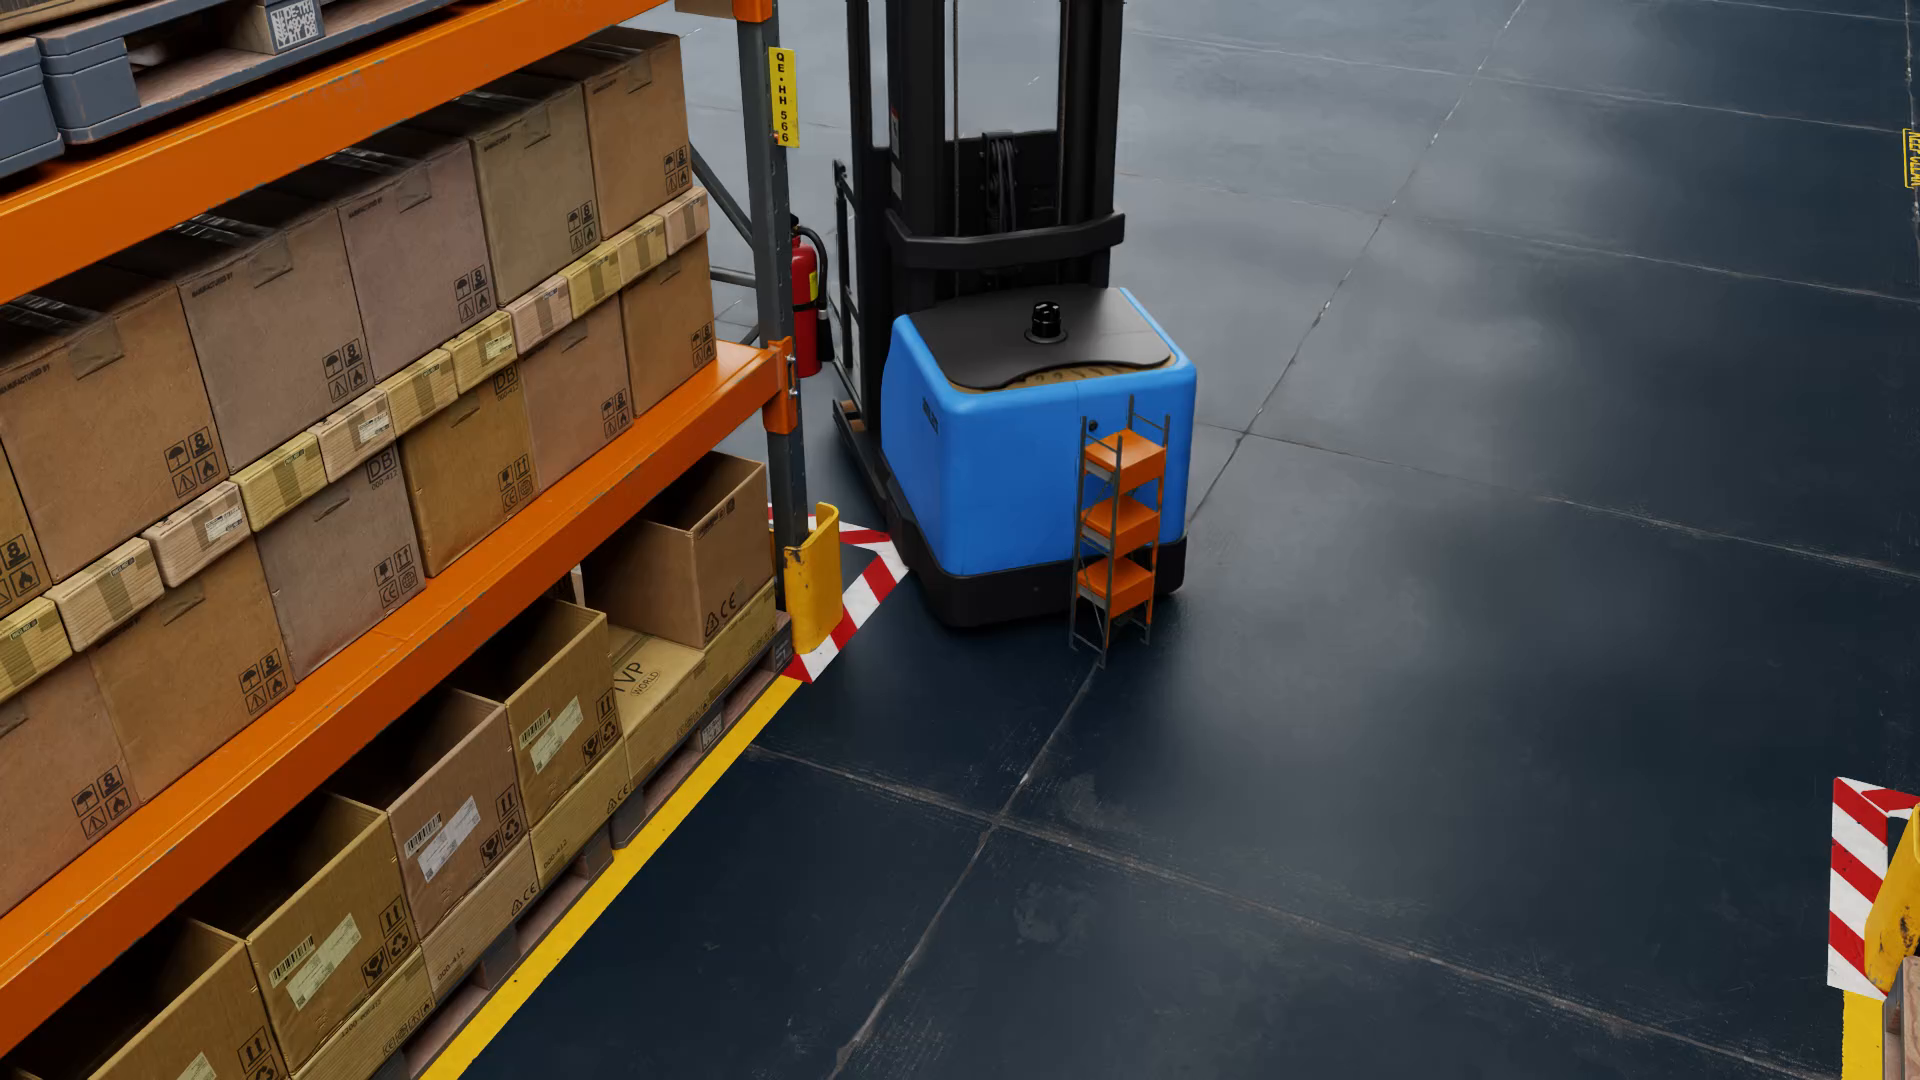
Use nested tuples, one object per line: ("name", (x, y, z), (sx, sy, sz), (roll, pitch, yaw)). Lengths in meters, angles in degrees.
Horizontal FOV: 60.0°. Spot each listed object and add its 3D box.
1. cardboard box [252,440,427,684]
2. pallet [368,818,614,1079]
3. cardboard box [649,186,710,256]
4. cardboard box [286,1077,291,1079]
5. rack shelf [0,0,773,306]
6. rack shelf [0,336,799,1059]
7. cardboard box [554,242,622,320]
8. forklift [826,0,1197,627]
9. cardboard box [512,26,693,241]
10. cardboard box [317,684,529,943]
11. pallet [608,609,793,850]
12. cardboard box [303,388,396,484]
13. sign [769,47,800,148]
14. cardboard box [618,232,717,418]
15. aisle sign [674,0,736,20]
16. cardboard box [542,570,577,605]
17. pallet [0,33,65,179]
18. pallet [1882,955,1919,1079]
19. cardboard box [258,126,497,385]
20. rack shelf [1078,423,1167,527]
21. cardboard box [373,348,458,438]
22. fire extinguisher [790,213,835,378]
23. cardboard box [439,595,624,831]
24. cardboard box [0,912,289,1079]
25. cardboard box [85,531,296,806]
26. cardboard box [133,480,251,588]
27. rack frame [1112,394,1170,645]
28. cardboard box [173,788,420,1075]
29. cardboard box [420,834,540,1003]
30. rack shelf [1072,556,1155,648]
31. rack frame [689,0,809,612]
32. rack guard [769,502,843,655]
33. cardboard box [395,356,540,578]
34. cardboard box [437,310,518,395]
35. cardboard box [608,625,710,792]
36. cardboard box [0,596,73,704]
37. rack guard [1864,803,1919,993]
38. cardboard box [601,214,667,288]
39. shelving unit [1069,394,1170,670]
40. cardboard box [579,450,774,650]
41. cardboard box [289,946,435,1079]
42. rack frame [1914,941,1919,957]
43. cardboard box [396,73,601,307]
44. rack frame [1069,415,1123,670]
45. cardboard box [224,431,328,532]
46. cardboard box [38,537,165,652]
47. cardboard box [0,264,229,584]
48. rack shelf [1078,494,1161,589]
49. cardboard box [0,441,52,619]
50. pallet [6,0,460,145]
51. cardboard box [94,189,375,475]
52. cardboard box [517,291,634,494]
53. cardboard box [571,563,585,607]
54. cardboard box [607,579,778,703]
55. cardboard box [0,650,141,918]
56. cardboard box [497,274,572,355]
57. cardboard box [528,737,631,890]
("cardboard box", (-1.919, -0.039, 4.482), (0.700, 0.500, 0.500), (15, 36, 22))
("pallet", (-1.860, 1.164, 5.282), (1.003, 0.211, 1.213), (14, 36, 20))
("cardboard box", (-1.053, -1.077, 5.474), (0.380, 0.149, 0.250), (14, 36, 20))
("cardboard box", (-2.057, 1.559, 4.261), (0.500, 0.250, 0.500), (14, 36, 20))
("rack shelf", (-1.903, -0.955, 3.892), (1.077, 0.370, 4.000), (14, 36, 20))
("rack shelf", (-1.903, 0.299, 4.715), (1.077, 0.370, 4.000), (14, 36, 20))
("cardboard box", (-1.268, -0.819, 5.081), (0.380, 0.149, 0.250), (14, 36, 20))
("forklift", (0.022, -1.682, 7.143), (1.130, 2.935, 3.031), (-9, 34, -14))
("cardboard box", (-1.296, -1.326, 5.263), (0.700, 0.500, 0.500), (14, 36, 21))
("cardboard box", (-1.636, 0.748, 4.814), (0.500, 0.500, 0.500), (14, 36, 20))
("pallet", (-1.348, 0.559, 6.205), (1.003, 0.211, 1.213), (14, 36, 20))
("cardboard box", (-1.700, -0.304, 4.295), (0.380, 0.149, 0.250), (14, 36, 20))
("sign", (-0.579, -1.450, 5.454), (0.100, 0.325, 0.005), (14, 36, 20))
("cardboard box", (-1.273, -0.810, 5.659), (0.700, 0.500, 0.500), (14, 36, 20))
("aisle sign", (-0.772, -2.050, 5.271), (0.394, 0.787, 0.004), (14, 36, 20))
("cardboard box", (-1.700, 0.128, 5.760), (0.500, 0.500, 0.500), (14, 36, 20))
("pallet", (-2.407, -0.654, 2.857), (1.003, 0.211, 1.213), (14, 36, 20))
("pallet", (3.031, 1.737, 4.408), (1.003, 0.211, 1.213), (14, 36, 20))
("cardboard box", (-1.721, -0.812, 4.478), (0.700, 0.500, 0.500), (14, 36, 21))
("rack shelf", (0.600, -0.243, 6.162), (0.240, 0.259, 0.215), (-25, 42, -33))
("cardboard box", (-1.594, -0.432, 4.490), (0.380, 0.149, 0.250), (15, 36, 22))
("fire extinguisher", (-0.595, -0.918, 5.985), (0.296, 0.674, 0.183), (14, 36, 20))
("cardboard box", (-1.426, 0.499, 5.193), (0.500, 0.500, 0.500), (14, 36, 20))
("cardboard box", (-2.060, 1.245, 4.057), (0.500, 0.500, 0.500), (14, 36, 20))
("cardboard box", (-2.132, 0.217, 4.093), (0.700, 0.500, 0.500), (15, 36, 21))
("cardboard box", (-1.916, -0.051, 3.909), (0.380, 0.149, 0.250), (13, 35, 19))
("rack frame", (0.690, -0.060, 6.381), (0.008, 1.050, 0.200), (-25, 42, -33))
("cardboard box", (-1.843, 0.998, 4.434), (0.500, 0.500, 0.500), (14, 36, 20))
("cardboard box", (-1.639, 1.061, 5.021), (0.500, 0.250, 0.500), (14, 36, 20))
("rack shelf", (0.594, 0.222, 6.476), (0.240, 0.259, 0.215), (-25, 42, -33))
("rack frame", (-1.066, -0.998, 6.036), (1.000, 3.000, 0.127), (14, 36, 20))
("rack guard", (-1.056, 0.035, 6.740), (1.175, 0.500, 0.348), (14, 36, 20))
("cardboard box", (-1.702, -0.302, 4.883), (0.700, 0.500, 0.500), (14, 36, 21))
("cardboard box", (-1.485, -0.563, 4.691), (0.380, 0.149, 0.250), (15, 36, 22))
("cardboard box", (-1.221, 0.563, 5.781), (0.500, 0.250, 0.500), (14, 36, 20))
("cardboard box", (-2.132, 0.207, 3.516), (0.380, 0.149, 0.250), (14, 36, 20))
("rack guard", (3.403, 1.220, 4.934), (1.175, 0.500, 0.348), (14, 36, 20))
("cardboard box", (-1.162, -0.946, 5.275), (0.380, 0.149, 0.250), (15, 36, 22))
("shelving unit", (0.597, -0.017, 6.315), (0.252, 1.050, 0.215), (-25, 42, -33))
("cardboard box", (-1.021, -0.002, 5.958), (0.500, 0.500, 0.500), (14, 36, 20))
("cardboard box", (-1.843, 1.311, 4.639), (0.500, 0.250, 0.500), (14, 36, 20))
("rack frame", (3.434, 0.137, 4.306), (1.000, 3.000, 0.127), (14, 36, 20))
("cardboard box", (-1.511, -1.063, 4.862), (0.700, 0.500, 0.500), (13, 36, 19))
("rack frame", (0.504, 0.027, 6.249), (0.008, 1.050, 0.200), (-25, 42, -33))
("cardboard box", (-1.807, -0.181, 4.107), (0.380, 0.149, 0.250), (14, 36, 20))
("cardboard box", (-2.025, 0.083, 3.706), (0.380, 0.149, 0.250), (13, 35, 19))
("cardboard box", (-2.140, -0.314, 3.719), (0.700, 0.500, 0.500), (14, 36, 20))
("rack shelf", (0.597, -0.008, 6.321), (0.240, 0.259, 0.215), (-25, 42, -33))
("cardboard box", (-2.350, -0.064, 3.339), (0.700, 0.500, 0.500), (14, 36, 20))
("pallet", (-1.895, -1.259, 3.780), (1.003, 0.211, 1.213), (14, 36, 20))
("cardboard box", (-1.930, -0.562, 4.098), (0.700, 0.500, 0.500), (14, 36, 21))
("cardboard box", (-1.489, -0.548, 5.258), (0.700, 0.500, 0.500), (15, 36, 22))
("cardboard box", (-1.493, 0.192, 6.346), (0.500, 0.250, 0.500), (14, 36, 20))
("cardboard box", (-1.022, 0.311, 6.164), (0.500, 0.250, 0.500), (14, 36, 20))
("cardboard box", (-2.345, 0.466, 3.713), (0.700, 0.500, 0.500), (14, 36, 20))
("cardboard box", (-1.376, -0.694, 4.890), (0.380, 0.149, 0.250), (15, 36, 21))
("cardboard box", (-1.428, 0.812, 5.400), (0.500, 0.250, 0.500), (14, 36, 20))
